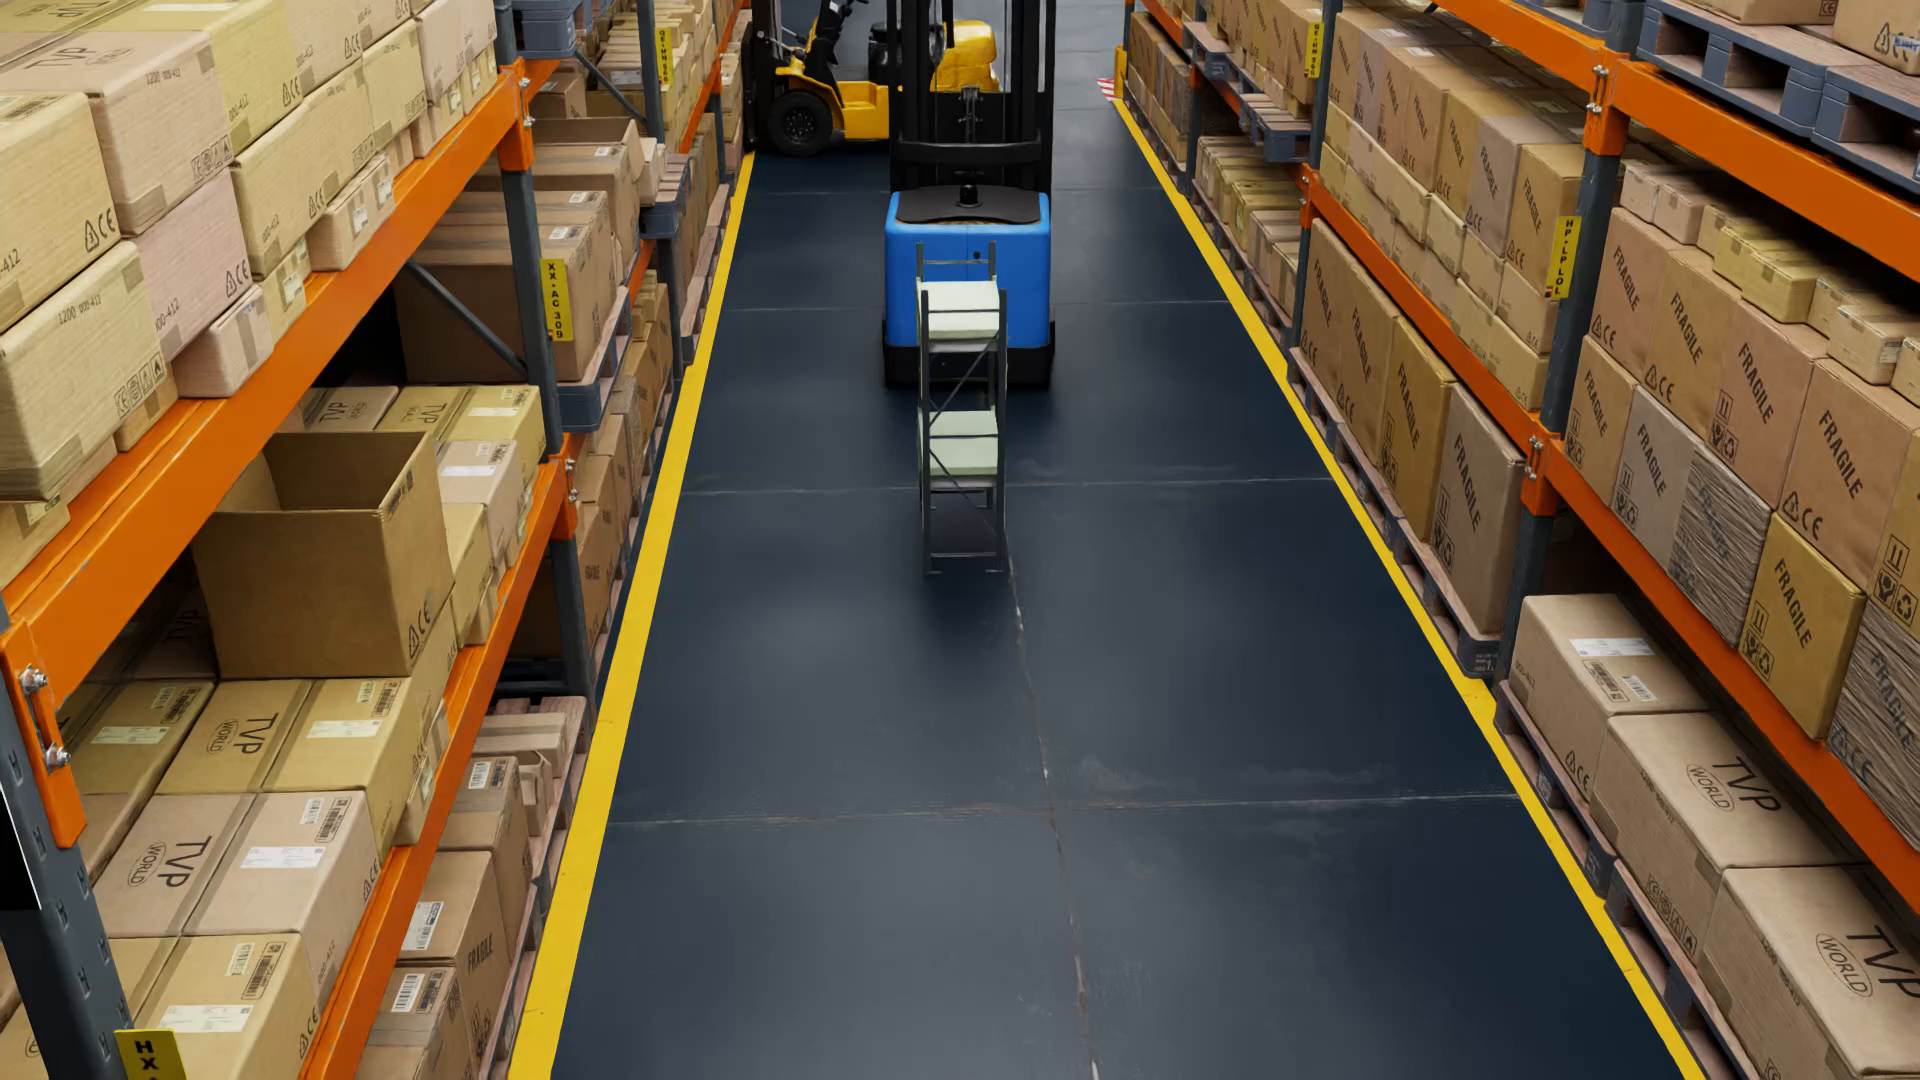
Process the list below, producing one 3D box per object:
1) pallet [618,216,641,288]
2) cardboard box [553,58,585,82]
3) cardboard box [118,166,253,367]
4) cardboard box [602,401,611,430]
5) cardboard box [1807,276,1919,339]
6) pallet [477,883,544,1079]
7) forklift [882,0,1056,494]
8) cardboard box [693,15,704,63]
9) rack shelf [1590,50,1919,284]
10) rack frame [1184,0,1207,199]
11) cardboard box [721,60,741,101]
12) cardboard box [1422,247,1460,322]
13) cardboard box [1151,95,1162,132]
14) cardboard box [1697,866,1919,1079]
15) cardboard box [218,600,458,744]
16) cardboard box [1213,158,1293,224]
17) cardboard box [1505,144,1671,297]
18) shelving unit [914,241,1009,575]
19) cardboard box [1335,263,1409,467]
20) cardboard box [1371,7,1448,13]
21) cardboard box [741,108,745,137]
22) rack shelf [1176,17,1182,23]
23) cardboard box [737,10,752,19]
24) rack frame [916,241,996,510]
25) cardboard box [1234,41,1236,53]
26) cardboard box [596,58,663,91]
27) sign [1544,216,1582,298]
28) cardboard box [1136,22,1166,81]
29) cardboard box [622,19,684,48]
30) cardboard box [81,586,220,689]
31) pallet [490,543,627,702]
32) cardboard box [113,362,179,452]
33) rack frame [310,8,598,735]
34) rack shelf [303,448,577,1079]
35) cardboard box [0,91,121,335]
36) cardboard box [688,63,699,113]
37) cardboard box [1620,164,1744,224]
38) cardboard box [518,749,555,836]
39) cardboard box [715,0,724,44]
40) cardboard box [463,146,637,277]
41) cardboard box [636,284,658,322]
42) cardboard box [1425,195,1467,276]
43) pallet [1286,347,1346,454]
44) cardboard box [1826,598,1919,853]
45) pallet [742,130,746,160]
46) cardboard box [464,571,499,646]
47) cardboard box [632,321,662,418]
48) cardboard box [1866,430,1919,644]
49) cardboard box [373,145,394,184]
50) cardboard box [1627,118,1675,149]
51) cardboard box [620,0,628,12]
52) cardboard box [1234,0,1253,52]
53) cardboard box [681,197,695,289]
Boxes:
[{"bbox_3d":[-2.180,-1.376,8.351,1.003,0.211,1.213,-1,28,-3],"label":"pallet"},{"bbox_3d":[-2.506,-2.836,10.134,0.380,0.149,0.250,-1,28,-1],"label":"cardboard box"},{"bbox_3d":[-1.666,-0.505,3.072,0.500,0.250,0.500,-1,28,-2],"label":"cardboard box"},{"bbox_3d":[-1.962,-0.650,8.301,0.380,0.149,0.250,0,28,-1],"label":"cardboard box"},{"bbox_3d":[2.753,-0.667,4.895,0.380,0.149,0.250,-1,28,-3],"label":"cardboard box"},{"bbox_3d":[-1.976,1.607,5.441,1.003,0.211,1.213,-1,28,-3],"label":"pallet"},{"bbox_3d":[8.972,-1.728,8.672,19.036,3.140,8.227,1,28,1],"label":"forklift"},{"bbox_3d":[-2.160,-3.667,12.158,0.500,0.250,0.500,-1,28,-2],"label":"cardboard box"},{"bbox_3d":[2.983,-0.720,4.422,1.077,0.370,4.000,-1,28,-3],"label":"rack shelf"},{"bbox_3d":[2.461,-4.327,13.803,1.000,3.000,0.127,-1,28,-3],"label":"rack frame"},{"bbox_3d":[-2.224,-4.084,14.774,0.500,0.250,0.500,-1,28,-3],"label":"cardboard box"},{"bbox_3d":[2.571,-1.236,8.039,0.500,0.250,0.500,-2,28,-4],"label":"cardboard box"},{"bbox_3d":[2.102,-4.042,15.775,0.500,0.250,0.500,-1,28,-2],"label":"cardboard box"},{"bbox_3d":[2.897,1.439,5.063,0.875,0.438,0.875,-1,28,-1],"label":"cardboard box"},{"bbox_3d":[-1.728,0.352,4.672,0.500,0.250,0.500,-2,28,-4],"label":"cardboard box"},{"bbox_3d":[2.532,-2.774,13.213,0.950,0.372,0.625,0,28,1],"label":"cardboard box"},{"bbox_3d":[2.605,-1.321,6.849,0.500,0.500,0.500,-1,28,-1],"label":"cardboard box"},{"bbox_3d":[0.000,-0.668,8.409,0.431,1.500,0.755,-1,28,-3],"label":"shelving unit"},{"bbox_3d":[2.666,-0.991,9.250,0.875,0.875,0.875,-1,28,-2],"label":"cardboard box"},{"bbox_3d":[2.878,-3.056,10.482,0.500,0.500,0.500,-2,28,-4],"label":"cardboard box"},{"bbox_3d":[-2.274,-3.875,15.456,0.500,0.250,0.500,-1,28,-2],"label":"cardboard box"},{"bbox_3d":[2.357,-5.019,15.695,0.919,0.124,3.809,-1,28,-3],"label":"rack shelf"},{"bbox_3d":[-2.369,-5.258,17.026,0.500,0.250,0.500,0,28,-1],"label":"cardboard box"},{"bbox_3d":[-0.019,-0.837,8.733,0.400,1.500,0.023,-1,28,-3],"label":"rack frame"},{"bbox_3d":[2.253,-3.661,12.343,0.380,0.149,0.250,-1,28,-2],"label":"cardboard box"},{"bbox_3d":[-2.009,-2.845,10.151,0.380,0.149,0.250,-1,28,-1],"label":"cardboard box"},{"bbox_3d":[2.338,-1.094,6.437,0.100,0.325,0.005,-1,28,-3],"label":"sign"},{"bbox_3d":[2.052,-4.843,16.500,0.500,0.500,0.500,-2,28,-5],"label":"cardboard box"},{"bbox_3d":[-2.087,-3.441,11.294,0.380,0.149,0.250,-1,28,-2],"label":"cardboard box"},{"bbox_3d":[-2.232,0.356,4.664,0.500,0.250,0.500,-1,28,-3],"label":"cardboard box"},{"bbox_3d":[-2.158,0.350,7.850,1.003,0.211,1.213,-1,28,-3],"label":"pallet"},{"bbox_3d":[-1.690,-0.275,3.061,0.380,0.149,0.250,-1,28,-2],"label":"cardboard box"},{"bbox_3d":[-2.078,-0.511,6.487,1.000,3.000,0.127,-1,28,-3],"label":"rack frame"},{"bbox_3d":[-1.973,0.731,4.882,1.077,0.370,4.000,-1,28,-3],"label":"rack shelf"},{"bbox_3d":[-1.641,-0.492,2.506,0.500,0.250,0.500,-2,28,-3],"label":"cardboard box"},{"bbox_3d":[-2.146,-3.213,11.828,0.500,0.250,0.500,-1,28,-1],"label":"cardboard box"},{"bbox_3d":[2.636,-1.256,6.024,0.380,0.149,0.250,-2,28,-3],"label":"cardboard box"},{"bbox_3d":[-1.737,0.930,6.226,0.396,0.266,0.258,0,28,-1],"label":"cardboard box"},{"bbox_3d":[-2.258,-4.461,13.952,0.500,0.500,0.500,-2,28,-4],"label":"cardboard box"},{"bbox_3d":[-1.948,-1.572,7.959,0.700,0.500,0.500,-2,28,-3],"label":"cardboard box"},{"bbox_3d":[-1.963,-1.377,9.694,0.380,0.149,0.250,-3,28,-5],"label":"cardboard box"},{"bbox_3d":[2.547,-1.456,7.919,0.500,0.250,0.500,-1,28,-1],"label":"cardboard box"},{"bbox_3d":[2.636,-0.878,10.205,1.003,0.211,1.213,-1,28,-3],"label":"pallet"},{"bbox_3d":[2.751,0.484,4.470,0.500,0.500,0.500,-1,28,-1],"label":"cardboard box"},{"bbox_3d":[-2.562,-3.903,16.004,1.003,0.211,1.213,-1,28,-3],"label":"pallet"},{"bbox_3d":[-1.708,0.219,5.357,0.380,0.149,0.250,-2,28,-3],"label":"cardboard box"},{"bbox_3d":[-2.034,-1.015,9.701,0.500,0.500,0.500,-2,28,-3],"label":"cardboard box"},{"bbox_3d":[2.746,0.041,4.239,0.500,0.500,0.500,-2,28,-3],"label":"cardboard box"},{"bbox_3d":[-1.737,-0.980,4.413,0.380,0.149,0.250,-1,28,-2],"label":"cardboard box"},{"bbox_3d":[3.089,-1.565,7.318,0.500,0.500,0.500,-2,28,-3],"label":"cardboard box"},{"bbox_3d":[-2.683,-4.012,12.390,0.380,0.149,0.250,-2,28,-3],"label":"cardboard box"},{"bbox_3d":[2.276,-3.769,11.850,0.500,0.500,0.500,-2,28,-5],"label":"cardboard box"},{"bbox_3d":[-2.347,-2.082,11.612,0.875,0.625,0.625,-1,28,-1],"label":"cardboard box"}]
